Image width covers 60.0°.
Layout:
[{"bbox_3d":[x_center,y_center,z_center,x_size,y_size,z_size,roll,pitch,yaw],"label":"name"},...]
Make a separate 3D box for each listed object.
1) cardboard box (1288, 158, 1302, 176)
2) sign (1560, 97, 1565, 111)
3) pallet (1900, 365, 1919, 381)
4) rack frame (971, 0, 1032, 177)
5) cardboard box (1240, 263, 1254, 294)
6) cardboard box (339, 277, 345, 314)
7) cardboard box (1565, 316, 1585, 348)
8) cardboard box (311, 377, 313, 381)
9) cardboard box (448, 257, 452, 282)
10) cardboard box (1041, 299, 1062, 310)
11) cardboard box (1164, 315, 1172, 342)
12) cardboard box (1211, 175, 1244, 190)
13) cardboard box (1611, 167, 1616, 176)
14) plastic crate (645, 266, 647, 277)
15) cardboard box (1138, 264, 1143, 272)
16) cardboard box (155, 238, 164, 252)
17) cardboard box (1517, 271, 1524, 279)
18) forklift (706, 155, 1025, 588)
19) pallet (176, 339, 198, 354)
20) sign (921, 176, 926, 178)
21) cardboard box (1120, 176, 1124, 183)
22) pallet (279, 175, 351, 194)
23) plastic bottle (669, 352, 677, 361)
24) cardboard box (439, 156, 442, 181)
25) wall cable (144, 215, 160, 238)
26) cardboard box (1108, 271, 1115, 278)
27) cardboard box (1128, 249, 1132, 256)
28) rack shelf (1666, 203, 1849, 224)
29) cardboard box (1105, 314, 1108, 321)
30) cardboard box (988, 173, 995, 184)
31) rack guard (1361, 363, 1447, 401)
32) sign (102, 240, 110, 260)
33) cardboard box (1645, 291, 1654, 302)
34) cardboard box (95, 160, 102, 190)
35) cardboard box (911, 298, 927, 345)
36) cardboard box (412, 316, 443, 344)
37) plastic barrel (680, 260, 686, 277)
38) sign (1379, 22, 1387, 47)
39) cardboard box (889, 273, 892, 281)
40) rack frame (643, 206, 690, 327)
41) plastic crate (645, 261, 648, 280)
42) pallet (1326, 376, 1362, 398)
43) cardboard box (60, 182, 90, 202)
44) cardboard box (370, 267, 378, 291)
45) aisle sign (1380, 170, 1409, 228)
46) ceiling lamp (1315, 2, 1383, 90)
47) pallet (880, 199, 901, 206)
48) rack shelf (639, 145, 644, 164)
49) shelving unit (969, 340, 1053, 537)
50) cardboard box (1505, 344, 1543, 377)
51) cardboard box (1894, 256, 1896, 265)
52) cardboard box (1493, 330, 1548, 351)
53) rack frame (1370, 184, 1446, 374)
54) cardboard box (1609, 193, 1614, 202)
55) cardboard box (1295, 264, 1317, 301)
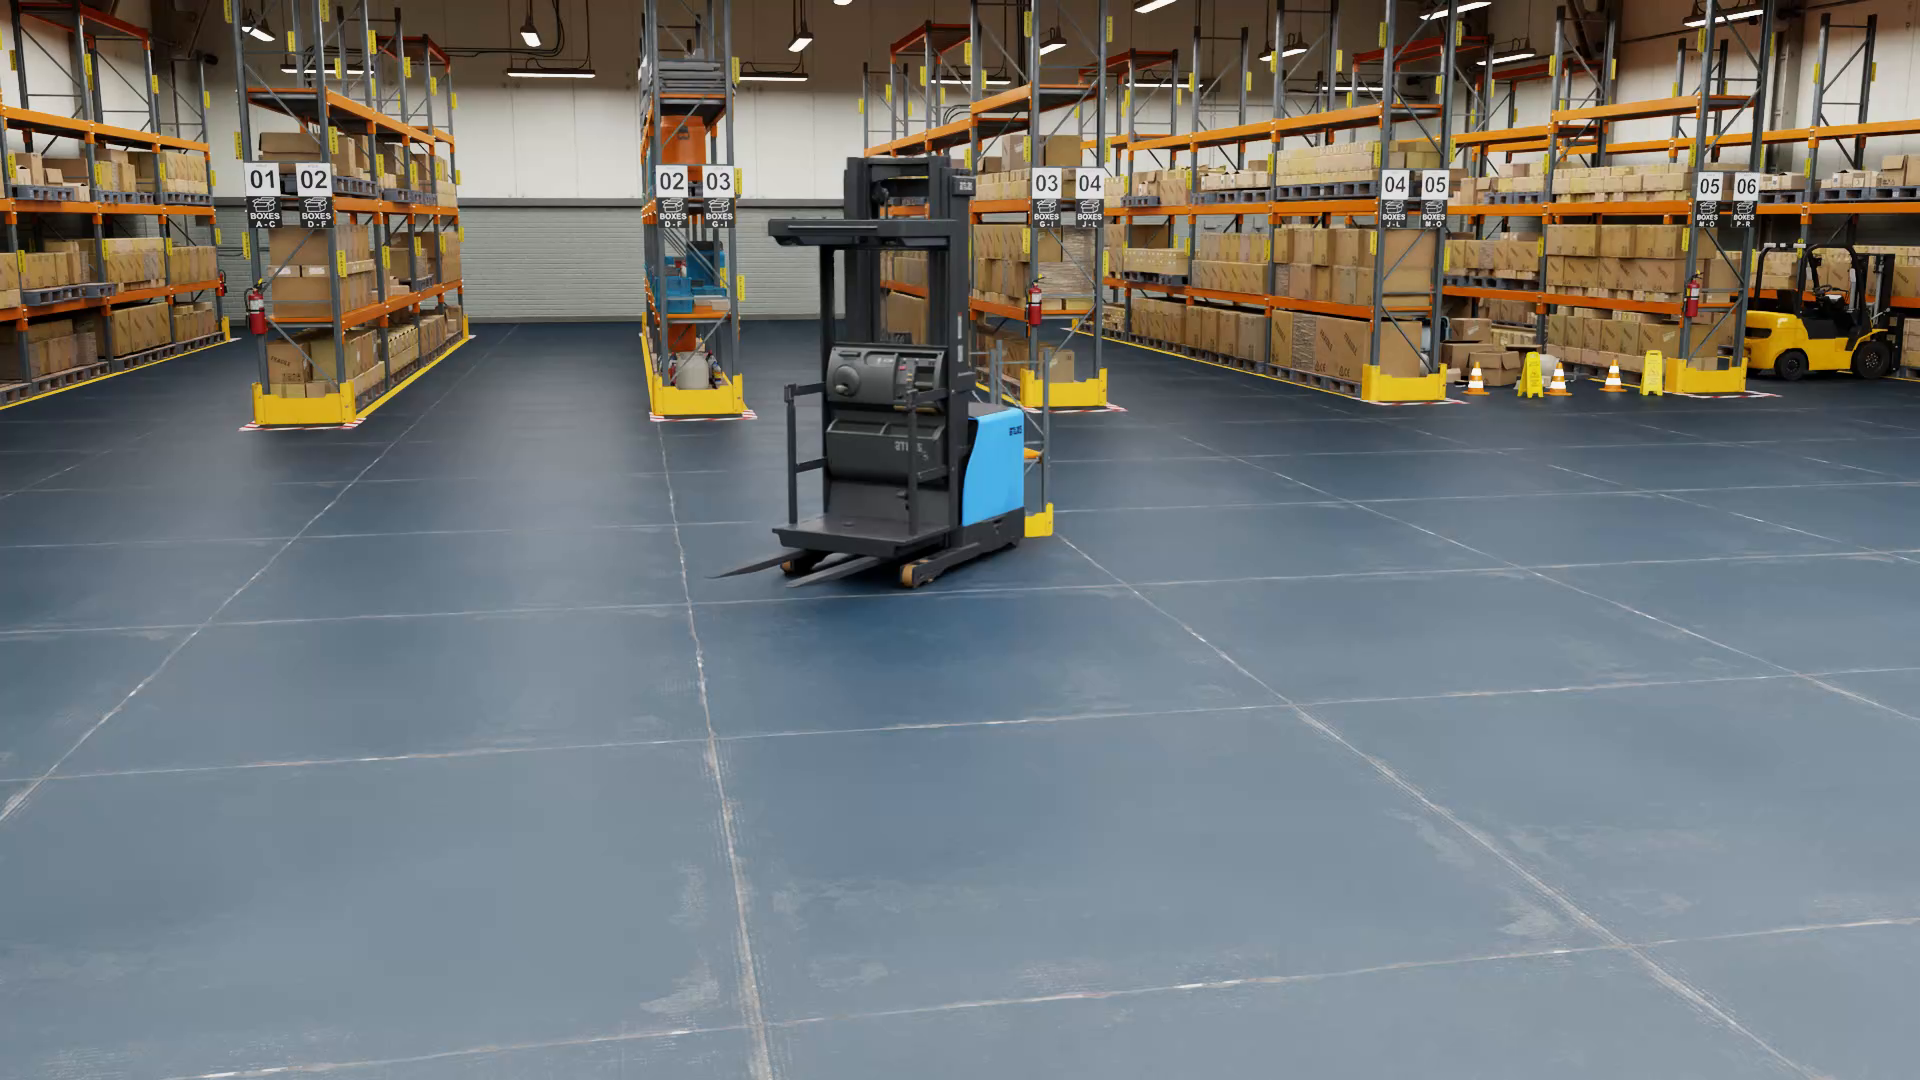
[{"bbox_3d":[5.472,-5.833,26.011,0.500,0.250,0.500,-2,11,-11],"label":"cardboard box"},{"bbox_3d":[13.164,-9.499,36.326,0.100,0.325,0.005,-2,11,-11],"label":"sign"},{"bbox_3d":[15.844,-2.639,26.494,1.003,0.211,1.213,-2,11,-11],"label":"pallet"},{"bbox_3d":[0.667,-7.009,25.953,1.000,3.000,0.127,-2,11,-11],"label":"rack frame"},{"bbox_3d":[5.090,-4.451,28.293,0.500,0.500,0.500,-2,11,-12],"label":"cardboard box"},{"bbox_3d":[-8.458,-3.200,21.718,0.700,0.500,0.500,-2,11,-10],"label":"cardboard box"},{"bbox_3d":[10.354,-3.430,27.421,0.500,0.500,0.500,-2,11,-9],"label":"cardboard box"},{"bbox_3d":[-8.776,-2.003,21.928,0.500,0.250,0.500,-2,11,-11],"label":"cardboard box"},{"bbox_3d":[-10.636,-5.507,33.843,0.500,0.500,0.500,-2,11,-11],"label":"cardboard box"},{"bbox_3d":[1.187,-3.249,22.918,0.380,0.149,0.250,-2,11,-11],"label":"cardboard box"},{"bbox_3d":[4.292,-4.142,32.498,0.500,0.500,0.500,-2,11,-9],"label":"cardboard box"},{"bbox_3d":[4.797,-6.380,29.681,0.500,0.250,0.500,-2,11,-9],"label":"cardboard box"},{"bbox_3d":[10.512,-5.812,26.228,0.380,0.149,0.250,-2,11,-10],"label":"cardboard box"},{"bbox_3d":[-6.544,-5.731,35.571,0.416,0.233,0.300,-2,11,-11],"label":"plastic crate"},{"bbox_3d":[3.824,-5.495,33.595,0.380,0.149,0.250,-3,11,-14],"label":"cardboard box"},{"bbox_3d":[-15.123,-5.486,30.873,0.500,0.250,0.500,-2,11,-10],"label":"cardboard box"},{"bbox_3d":[9.983,-4.638,29.092,0.380,0.149,0.250,-2,11,-13],"label":"cardboard box"},{"bbox_3d":[-0.634,-1.205,11.690,1.130,2.935,3.031,6,12,28],"label":"forklift"},{"bbox_3d":[-15.536,-3.761,32.392,1.003,0.211,1.213,-2,11,-11],"label":"pallet"},{"bbox_3d":[-0.657,-6.543,29.934,0.100,0.325,0.005,-2,11,-11],"label":"sign"},{"bbox_3d":[3.606,-7.628,35.225,0.380,0.149,0.250,-2,11,-10],"label":"cardboard box"},{"bbox_3d":[-8.385,-4.529,21.184,1.003,0.211,1.213,-2,11,-11],"label":"pallet"},{"bbox_3d":[-4.300,-2.638,24.944,0.144,0.351,0.185,-2,11,-11],"label":"plastic bottle"},{"bbox_3d":[-10.800,-7.459,33.401,0.700,0.500,0.500,-2,11,-11],"label":"cardboard box"},{"bbox_3d":[-17.420,-6.422,36.196,0.084,1.984,1.851,-2,11,-11],"label":"wall cable"},{"bbox_3d":[3.452,-5.803,36.332,0.380,0.149,0.250,-3,11,-13],"label":"cardboard box"},{"bbox_3d":[3.682,-5.926,34.267,0.380,0.149,0.250,-2,11,-9],"label":"cardboard box"},{"bbox_3d":[14.867,-6.090,31.073,1.077,0.370,4.000,-2,11,-11],"label":"rack shelf"},{"bbox_3d":[3.435,-4.932,36.793,0.380,0.149,0.250,-3,11,-14],"label":"cardboard box"},{"bbox_3d":[0.635,-5.394,24.828,0.380,0.149,0.250,-2,11,-12],"label":"cardboard box"},{"bbox_3d":[6.335,-2.258,23.720,1.175,0.500,0.348,-2,11,-11],"label":"rack guard"},{"bbox_3d":[-14.157,-4.806,27.541,0.100,0.325,0.005,-2,11,-11],"label":"sign"},{"bbox_3d":[10.696,-3.716,25.370,0.380,0.149,0.250,-2,11,-12],"label":"cardboard box"},{"bbox_3d":[-14.992,-6.176,28.155,0.700,0.500,0.500,-3,11,-14],"label":"cardboard box"},{"bbox_3d":[-0.225,-4.085,31.197,1.225,0.875,0.875,-3,11,-14],"label":"cardboard box"},{"bbox_3d":[-10.142,-3.986,31.627,0.500,0.500,0.500,-2,11,-11],"label":"cardboard box"},{"bbox_3d":[-4.582,-4.608,29.020,0.600,0.536,0.708,-2,11,-11],"label":"plastic barrel"},{"bbox_3d":[5.795,-6.918,22.764,0.100,0.325,0.005,-2,11,-11],"label":"sign"},{"bbox_3d":[-1.269,-5.450,34.477,0.380,0.149,0.250,-2,11,-11],"label":"cardboard box"},{"bbox_3d":[-6.525,-6.082,37.131,1.000,3.000,0.127,-2,11,-11],"label":"rack frame"},{"bbox_3d":[-6.172,-5.444,33.657,0.392,0.384,0.575,-2,11,-11],"label":"plastic crate"},{"bbox_3d":[6.098,-2.264,24.526,1.003,0.211,1.213,-2,11,-11],"label":"pallet"},{"bbox_3d":[-14.282,-5.572,26.613,0.500,0.311,0.500,-2,11,-11],"label":"cardboard box"},{"bbox_3d":[-9.287,-3.989,25.866,0.500,0.500,0.500,-1,11,-7],"label":"cardboard box"},{"bbox_3d":[6.050,-4.743,23.141,0.394,0.787,0.004,-2,11,-11],"label":"aisle sign"},{"bbox_3d":[10.117,-13.026,41.954,2.000,3.185,0.800,-2,11,-11],"label":"ceiling lamp"},{"bbox_3d":[-1.271,-7.333,35.914,1.003,0.211,1.213,-2,11,-11],"label":"pallet"},{"bbox_3d":[-6.136,-8.113,34.747,1.077,0.370,4.000,-2,11,-11],"label":"rack shelf"},{"bbox_3d":[0.289,-0.854,13.673,0.587,1.500,1.083,-4,11,-20],"label":"shelving unit"},{"bbox_3d":[9.262,-2.949,27.348,0.500,0.500,0.500,6,12,28],"label":"cardboard box"},{"bbox_3d":[15.458,-4.574,27.205,0.380,0.149,0.250,-2,11,-11],"label":"cardboard box"},{"bbox_3d":[10.140,-3.565,29.811,0.950,0.372,0.625,-1,11,-7],"label":"cardboard box"},{"bbox_3d":[6.330,-3.490,23.510,1.000,3.000,0.127,-2,11,-11],"label":"rack frame"},{"bbox_3d":[10.508,-5.423,26.314,0.380,0.149,0.250,-2,11,-11],"label":"cardboard box"},{"bbox_3d":[5.754,-4.027,25.928,0.875,0.550,0.550,-2,11,-11],"label":"cardboard box"}]
